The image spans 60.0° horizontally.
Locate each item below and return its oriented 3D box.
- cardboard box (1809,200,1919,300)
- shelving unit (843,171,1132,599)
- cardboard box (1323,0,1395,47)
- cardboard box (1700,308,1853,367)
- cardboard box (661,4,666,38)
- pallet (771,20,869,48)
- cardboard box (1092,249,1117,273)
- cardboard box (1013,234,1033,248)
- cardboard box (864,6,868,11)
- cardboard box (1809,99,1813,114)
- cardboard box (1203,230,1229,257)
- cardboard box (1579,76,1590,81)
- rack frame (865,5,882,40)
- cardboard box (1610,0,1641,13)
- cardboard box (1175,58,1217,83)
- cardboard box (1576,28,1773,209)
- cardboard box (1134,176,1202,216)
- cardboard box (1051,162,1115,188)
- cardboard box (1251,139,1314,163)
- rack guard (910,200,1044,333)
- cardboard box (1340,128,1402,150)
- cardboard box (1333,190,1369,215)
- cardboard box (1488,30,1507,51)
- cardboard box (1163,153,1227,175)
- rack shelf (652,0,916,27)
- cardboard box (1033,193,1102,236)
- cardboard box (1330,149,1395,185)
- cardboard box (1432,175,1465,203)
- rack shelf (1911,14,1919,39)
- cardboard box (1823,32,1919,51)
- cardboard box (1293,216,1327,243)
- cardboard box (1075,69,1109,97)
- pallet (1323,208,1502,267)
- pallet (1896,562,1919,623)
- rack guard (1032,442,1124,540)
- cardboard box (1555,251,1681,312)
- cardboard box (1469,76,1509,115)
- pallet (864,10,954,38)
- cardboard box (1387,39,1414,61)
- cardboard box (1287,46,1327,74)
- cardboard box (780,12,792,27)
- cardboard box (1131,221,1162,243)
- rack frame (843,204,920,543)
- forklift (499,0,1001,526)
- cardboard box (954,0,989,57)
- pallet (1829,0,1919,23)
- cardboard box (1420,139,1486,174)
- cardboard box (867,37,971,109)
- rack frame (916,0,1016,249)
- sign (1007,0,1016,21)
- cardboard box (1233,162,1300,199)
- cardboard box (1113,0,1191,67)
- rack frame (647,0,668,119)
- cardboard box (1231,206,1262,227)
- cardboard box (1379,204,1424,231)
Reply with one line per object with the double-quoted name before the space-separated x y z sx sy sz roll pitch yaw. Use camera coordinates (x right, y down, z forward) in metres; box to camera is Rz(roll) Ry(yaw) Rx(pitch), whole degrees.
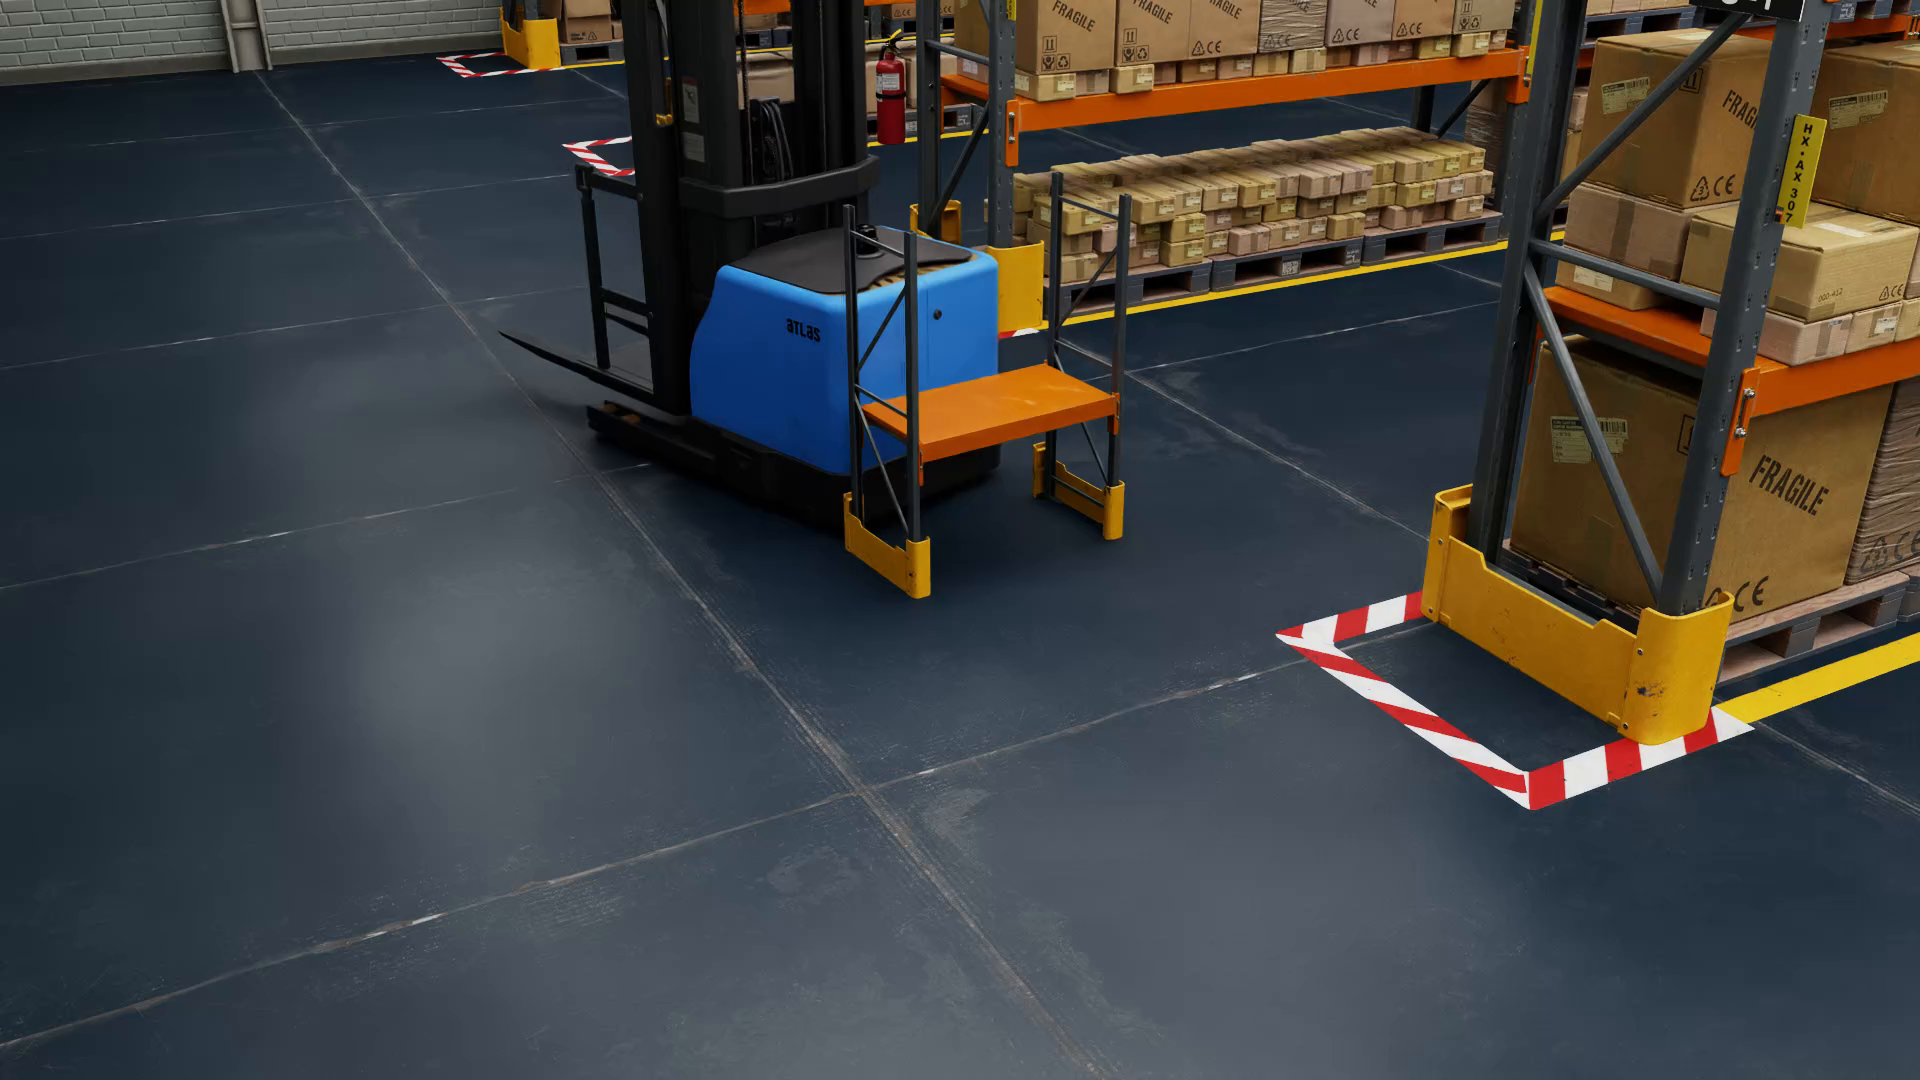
"cardboard box" 3.273 -1.062 5.825 0.500 0.250 0.500 -13 29 -26
"shelving unit" 0.107 -0.668 6.908 1.083 1.500 0.587 -16 30 -30
"cardboard box" 2.359 -3.388 10.382 0.500 0.500 0.500 -13 29 -25
"cardboard box" 2.735 -0.725 5.585 0.250 0.149 0.380 -13 28 -25
"cardboard box" -3.379 -5.882 18.438 0.500 0.500 0.700 -12 28 -23
"pallet" -1.813 -5.990 19.482 1.213 0.211 1.003 -13 29 -25
"cardboard box" 0.827 -1.780 10.301 0.250 0.149 0.380 -13 29 -25
"cardboard box" 0.388 -1.898 10.546 0.250 0.149 0.380 -12 28 -24
"cardboard box" -0.912 -6.662 20.063 0.500 0.500 0.500 -13 29 -25
"cardboard box" 6.163 -3.161 12.770 0.500 0.500 0.500 -12 28 -23
"cardboard box" 1.500 -1.932 10.617 0.250 0.149 0.380 -13 29 -25
"cardboard box" 4.796 -3.181 11.947 0.500 0.250 0.500 -12 28 -24
"rack frame" -1.206 -7.387 19.169 0.127 3.000 1.000 -13 29 -25
"cardboard box" 4.357 -3.661 11.215 0.250 0.149 0.380 -13 28 -24
"cardboard box" 1.345 -2.888 10.089 0.250 0.149 0.380 -13 29 -26
"cardboard box" 2.573 -1.496 5.864 0.500 0.500 0.500 -13 28 -24
"cardboard box" 1.293 -2.143 10.369 0.250 0.149 0.380 -15 29 -28
"cardboard box" 0.787 -2.315 10.726 0.250 0.149 0.380 -14 29 -26
"cardboard box" 2.196 -2.617 11.356 0.250 0.149 0.380 -12 28 -24
"rack guard" 0.089 -1.696 10.204 0.348 0.500 1.175 -13 29 -25
"cardboard box" 2.879 -2.770 11.674 0.250 0.149 0.380 -12 28 -23
"cardboard box" 2.479 -2.280 10.999 0.250 0.149 0.380 -12 28 -24
"cardboard box" 3.409 -3.361 11.075 0.250 0.149 0.380 -13 29 -26
"cardboard box" 1.541 -2.430 10.968 0.250 0.149 0.380 -14 29 -27
"rack shelf" -0.632 -4.760 14.530 4.000 0.370 1.077 -13 29 -25
"cardboard box" 0.644 -1.956 9.980 0.250 0.149 0.380 -14 29 -27
"cardboard box" 2.671 -2.479 11.068 0.250 0.149 0.380 -12 28 -23
"cardboard box" 3.190 -2.415 11.278 0.250 0.149 0.380 -14 29 -28
"rack shelf" 8.845 -4.519 14.029 4.000 0.370 1.077 -13 29 -25
"cardboard box" 7.660 -3.701 13.607 0.750 0.750 1.050 -13 29 -26
"cardboard box" 2.190 -2.078 10.920 0.250 0.149 0.380 -12 28 -24
"cardboard box" 0.667 -2.702 9.703 0.250 0.149 0.380 -12 28 -23
"pallet" 2.975 -2.214 11.618 1.213 0.211 1.003 -13 29 -25
"pallet" 4.010 -0.075 7.162 1.213 0.211 1.003 -13 29 -25
"rack guard" 0.522 -0.223 7.427 0.087 0.250 0.587 -16 30 -30
"cardboard box" 2.426 -0.977 6.110 0.250 0.149 0.380 -12 28 -24
"cardboard box" 4.089 -3.271 12.133 0.500 0.250 0.500 -14 29 -26
"pallet" -0.506 -6.309 20.148 1.213 0.211 1.003 -13 29 -25
"cardboard box" 2.710 -3.209 10.758 0.250 0.149 0.380 -14 29 -27
"cardboard box" 2.064 -3.015 10.354 0.250 0.149 0.380 -12 28 -24
"cardboard box" -1.875 -6.045 19.048 0.258 0.266 0.396 -12 28 -23
"cardboard box" 1.047 -1.972 10.356 0.250 0.149 0.380 -13 28 -24
"rack frame" -0.310 -0.549 6.660 0.032 1.500 0.500 -16 30 -30
"forklift" -1.216 -1.917 7.855 3.031 2.935 1.130 23 34 39
"cardboard box" 0.297 -3.176 9.940 0.500 0.500 0.500 -12 28 -24
"pallet" 6.502 -4.164 12.679 1.003 0.211 1.213 -13 29 -25
"cardboard box" 3.360 -2.622 11.367 0.250 0.149 0.380 -12 28 -24
"cardboard box" -0.261 -4.256 15.125 0.875 0.438 0.875 -14 29 -27
"rack frame" 0.022 -2.807 9.631 0.127 3.000 1.000 -13 29 -25
"sign" 0.277 -2.990 9.012 0.005 0.325 0.100 -13 29 -25
"cardboard box" 1.973 -2.320 10.737 0.250 0.149 0.380 -13 29 -25
"cardboard box" 1.008 -3.091 9.763 0.500 0.500 0.500 -13 29 -25
"rack frame" -2.397 -4.677 13.525 0.127 3.000 1.000 -13 29 -25
"cardboard box" 1.734 -2.144 10.715 0.250 0.149 0.380 -11 28 -22
"cardboard box" 2.894 -2.216 11.209 0.250 0.149 0.380 -14 29 -27
